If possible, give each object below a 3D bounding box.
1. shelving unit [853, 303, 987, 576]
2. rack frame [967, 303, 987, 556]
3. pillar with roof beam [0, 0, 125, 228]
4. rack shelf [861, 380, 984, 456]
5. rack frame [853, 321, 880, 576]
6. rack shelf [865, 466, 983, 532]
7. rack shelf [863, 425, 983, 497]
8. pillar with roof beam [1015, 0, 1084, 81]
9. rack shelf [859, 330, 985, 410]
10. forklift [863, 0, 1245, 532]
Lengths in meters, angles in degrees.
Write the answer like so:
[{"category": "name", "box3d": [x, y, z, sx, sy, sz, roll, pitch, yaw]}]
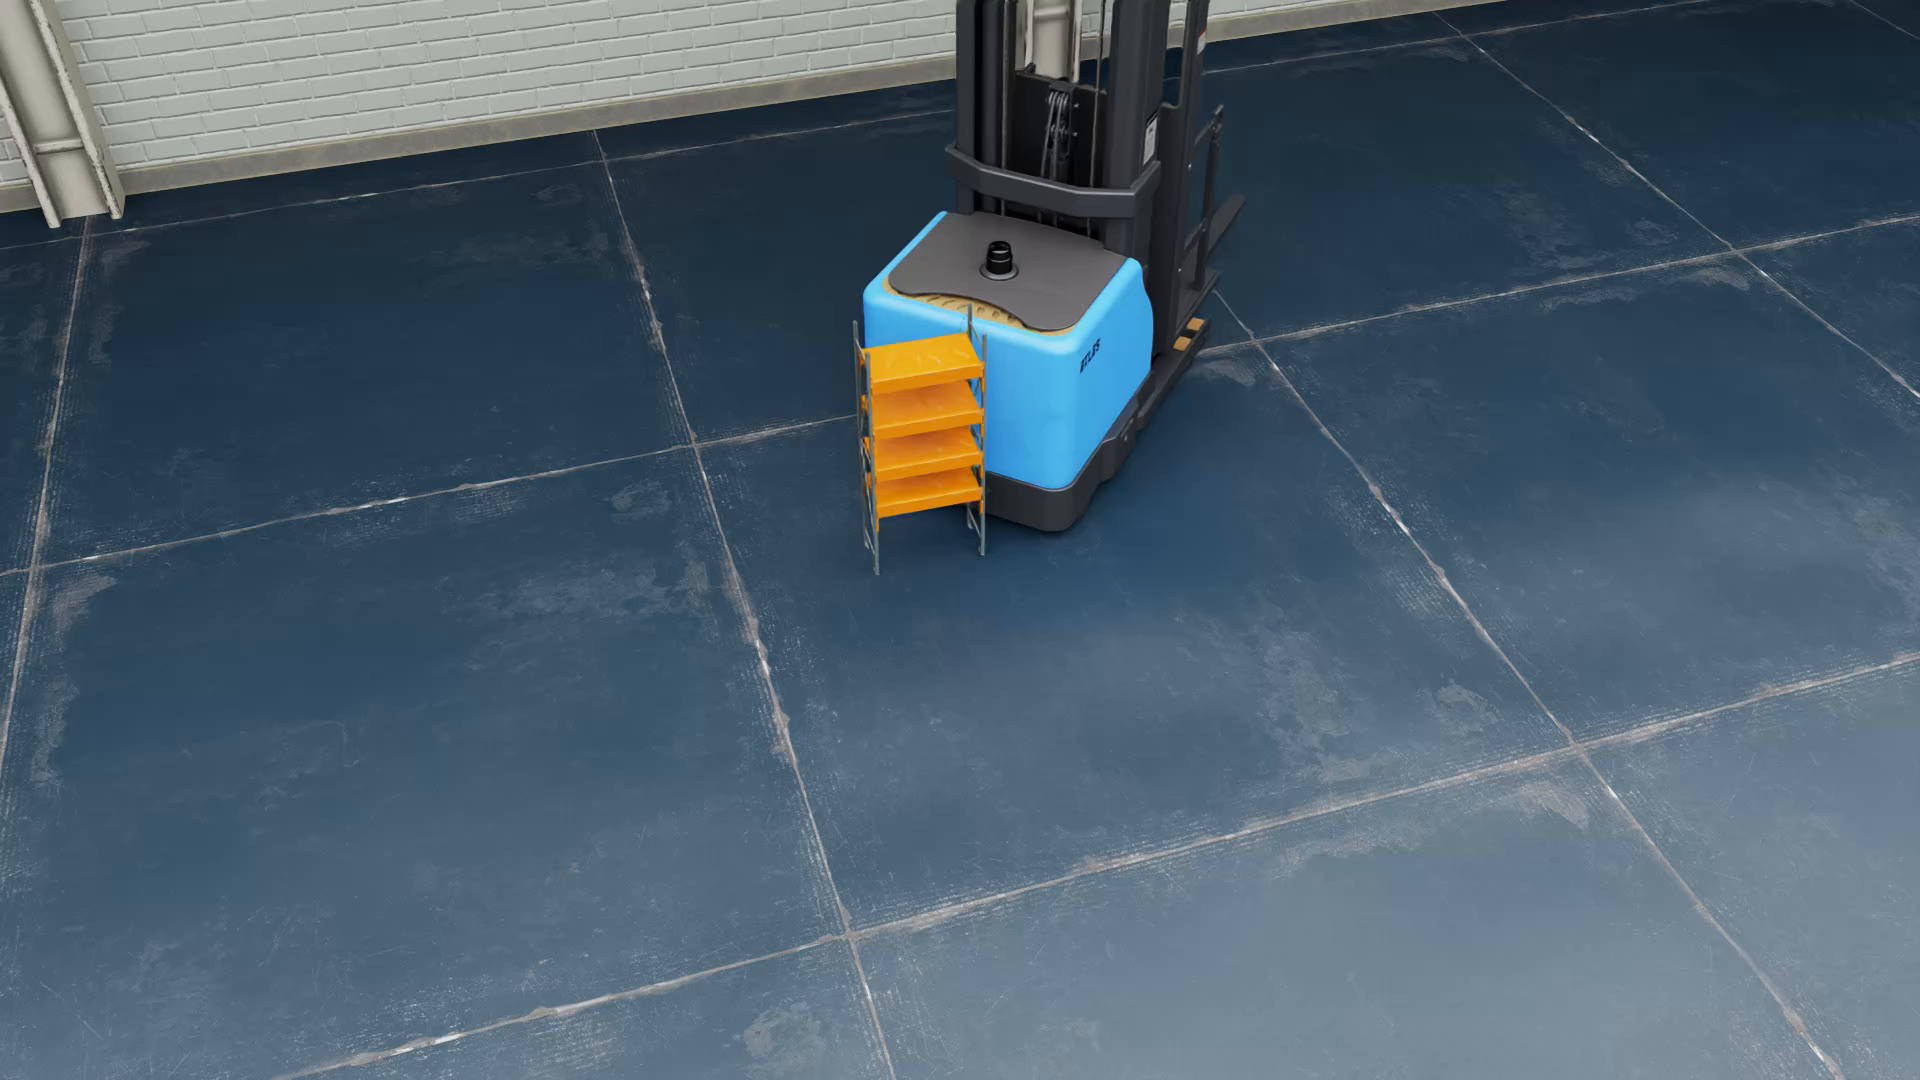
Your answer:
[{"category": "shelving unit", "box3d": [-0.164, -0.411, 7.158, 0.503, 1.200, 0.258, -11, 42, -12]}, {"category": "rack frame", "box3d": [0.071, -0.455, 7.209, 0.015, 1.200, 0.240, -11, 42, -12]}, {"category": "pillar with roof beam", "box3d": [-3.863, -2.638, 3.779, 0.400, 9.000, 9.100, -12, 42, -13]}, {"category": "rack shelf", "box3d": [-0.164, -0.529, 7.056, 0.480, 0.148, 0.258, -11, 42, -12]}, {"category": "rack frame", "box3d": [-0.399, -0.368, 7.108, 0.015, 1.200, 0.240, -11, 42, -12]}, {"category": "rack shelf", "box3d": [-0.164, -0.211, 7.333, 0.480, 0.148, 0.258, -11, 42, -12]}, {"category": "rack shelf", "box3d": [-0.164, -0.361, 7.203, 0.480, 0.148, 0.258, -11, 42, -12]}, {"category": "pillar with roof beam", "box3d": [1.860, -3.824, 5.137, 0.400, 9.000, 9.100, -12, 42, -13]}, {"category": "rack shelf", "box3d": [-0.164, -0.707, 6.900, 0.480, 0.148, 0.258, -11, 42, -12]}, {"category": "forklift", "box3d": [0.663, -2.108, 7.785, 1.130, 2.935, 3.031, 18, 44, 19]}]
